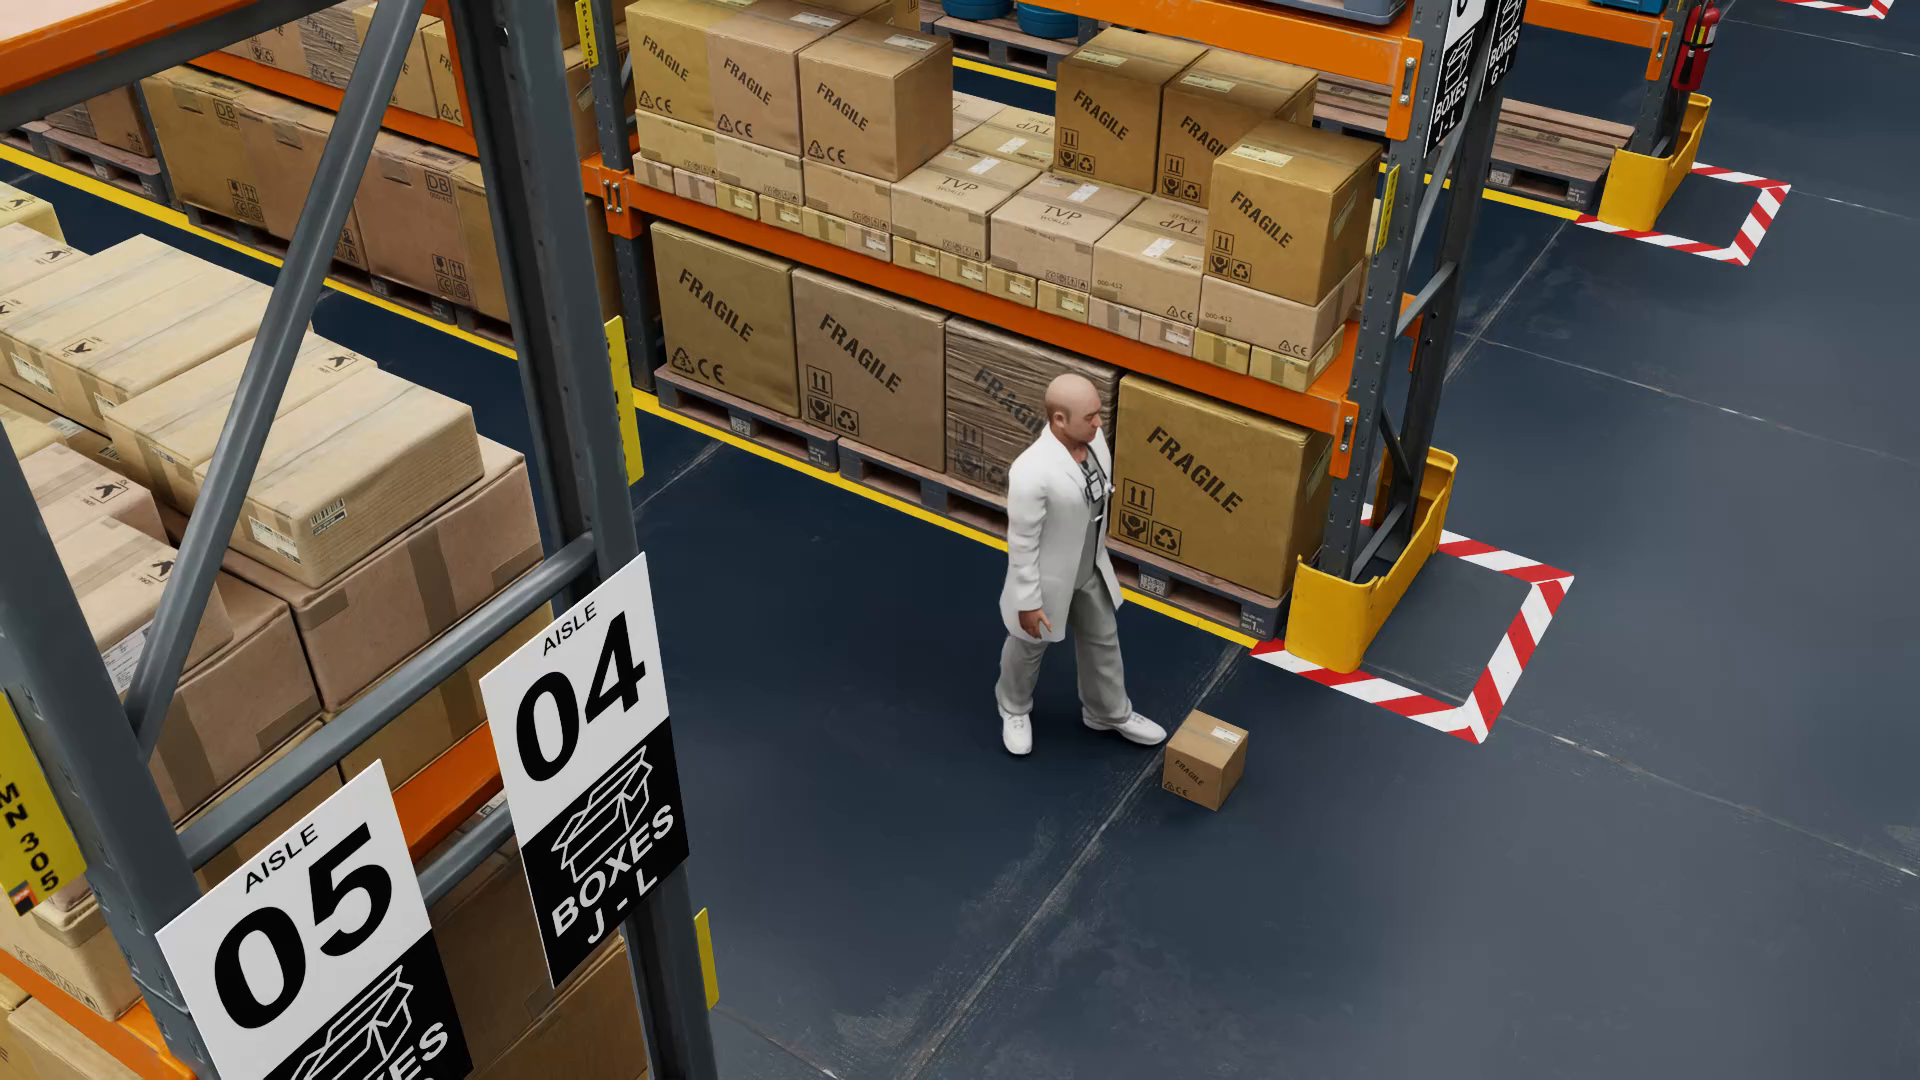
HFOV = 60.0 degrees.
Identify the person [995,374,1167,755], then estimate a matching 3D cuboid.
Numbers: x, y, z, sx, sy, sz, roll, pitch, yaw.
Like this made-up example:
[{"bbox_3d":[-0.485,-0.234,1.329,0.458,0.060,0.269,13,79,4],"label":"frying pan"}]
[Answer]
[{"bbox_3d":[0.433,0.146,6.488,0.689,1.767,0.617,29,47,32],"label":"person"}]
